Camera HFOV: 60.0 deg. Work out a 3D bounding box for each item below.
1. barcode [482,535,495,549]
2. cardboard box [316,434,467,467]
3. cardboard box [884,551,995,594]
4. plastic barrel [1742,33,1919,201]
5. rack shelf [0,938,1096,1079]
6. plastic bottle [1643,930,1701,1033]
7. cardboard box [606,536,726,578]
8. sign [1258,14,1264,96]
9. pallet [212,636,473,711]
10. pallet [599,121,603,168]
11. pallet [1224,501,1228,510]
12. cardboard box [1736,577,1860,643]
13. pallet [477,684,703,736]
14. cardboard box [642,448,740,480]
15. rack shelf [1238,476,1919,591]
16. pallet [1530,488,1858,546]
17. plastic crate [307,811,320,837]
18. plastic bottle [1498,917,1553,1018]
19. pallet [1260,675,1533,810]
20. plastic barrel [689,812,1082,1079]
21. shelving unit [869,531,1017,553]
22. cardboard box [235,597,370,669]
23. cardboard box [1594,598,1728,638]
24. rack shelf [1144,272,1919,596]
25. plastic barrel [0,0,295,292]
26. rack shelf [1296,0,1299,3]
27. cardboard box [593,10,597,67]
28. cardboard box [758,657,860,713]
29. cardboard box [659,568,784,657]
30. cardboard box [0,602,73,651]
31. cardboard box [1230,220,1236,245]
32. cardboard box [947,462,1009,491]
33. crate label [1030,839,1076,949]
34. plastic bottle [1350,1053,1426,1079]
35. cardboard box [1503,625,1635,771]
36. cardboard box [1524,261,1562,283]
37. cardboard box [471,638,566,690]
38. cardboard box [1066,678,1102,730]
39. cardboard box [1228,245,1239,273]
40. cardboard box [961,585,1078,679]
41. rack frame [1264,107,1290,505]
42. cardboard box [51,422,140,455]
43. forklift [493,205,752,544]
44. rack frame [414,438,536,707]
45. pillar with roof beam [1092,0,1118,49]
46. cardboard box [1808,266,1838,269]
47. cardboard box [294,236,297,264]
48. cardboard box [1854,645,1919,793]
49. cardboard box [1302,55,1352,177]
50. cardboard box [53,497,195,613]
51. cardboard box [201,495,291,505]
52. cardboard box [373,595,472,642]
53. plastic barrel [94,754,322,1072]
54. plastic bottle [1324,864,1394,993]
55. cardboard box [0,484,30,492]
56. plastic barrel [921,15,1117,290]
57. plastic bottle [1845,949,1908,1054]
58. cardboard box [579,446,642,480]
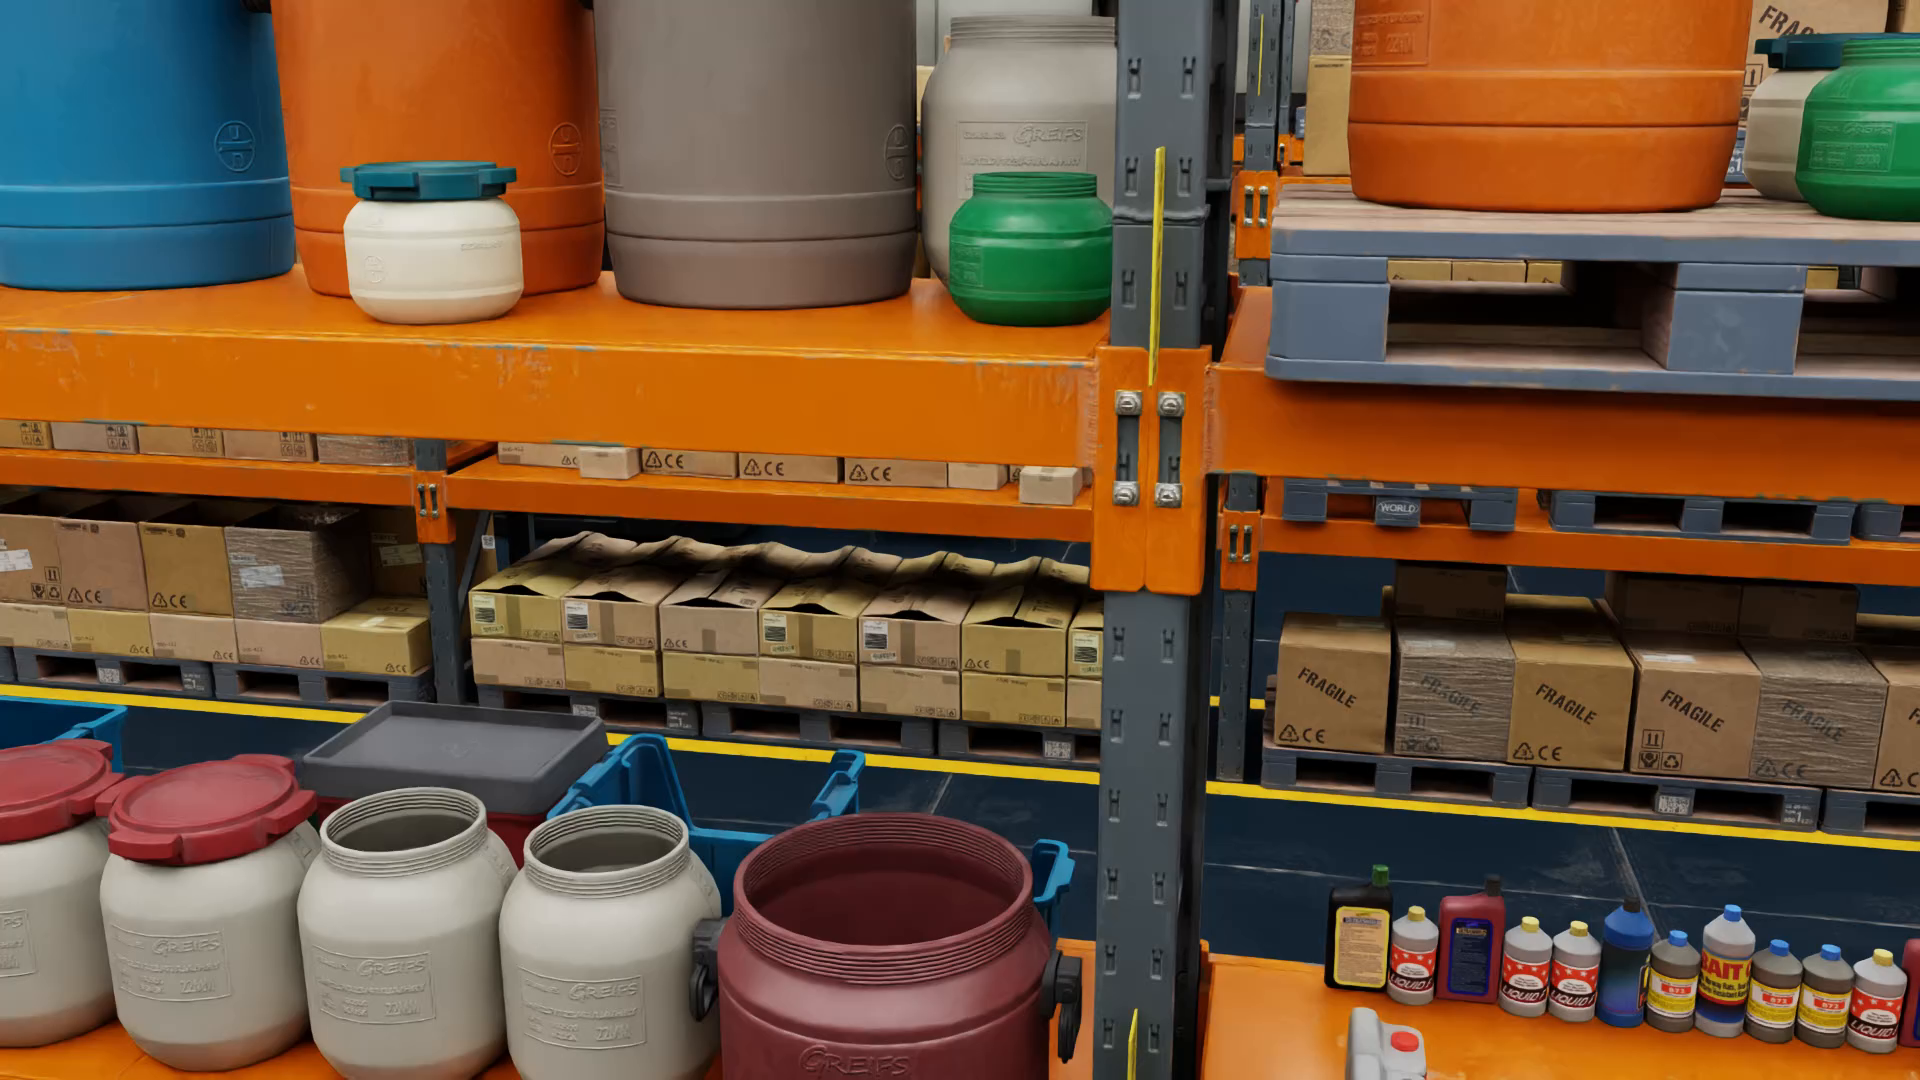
[{"bbox_3d":[-2.382,0.010,8.396,0.075,0.075,0.001,3,16,11],"label":"barcode"},{"bbox_3d":[-2.985,-0.712,8.758,0.500,0.500,0.700,3,16,10],"label":"cardboard box"},{"bbox_3d":[-0.100,0.265,8.731,0.500,0.311,0.500,3,16,10],"label":"cardboard box"},{"bbox_3d":[1.460,-0.697,2.741,0.301,0.262,0.301,0,15,0],"label":"plastic barrel"},{"bbox_3d":[-1.580,1.106,3.727,4.000,0.370,1.077,3,16,11],"label":"rack shelf"},{"bbox_3d":[1.483,0.910,3.458,0.097,0.201,0.097,0,15,0],"label":"plastic bottle"},{"bbox_3d":[-1.584,0.183,9.027,0.500,0.311,0.500,4,16,13],"label":"cardboard box"},{"bbox_3d":[1.252,-2.018,6.921,0.005,0.325,0.100,3,16,11],"label":"sign"},{"bbox_3d":[-3.320,0.648,9.256,1.213,0.211,1.003,3,16,11],"label":"pallet"},{"bbox_3d":[-1.682,-1.952,8.160,1.217,0.209,0.805,2,16,9],"label":"pallet"},{"bbox_3d":[1.589,-0.424,13.126,1.213,0.211,1.003,3,16,11],"label":"pallet"},{"bbox_3d":[3.885,0.272,7.845,0.500,0.250,0.500,3,16,11],"label":"cardboard box"},{"bbox_3d":[-1.819,0.730,8.959,1.213,0.211,1.003,3,16,11],"label":"pallet"},{"bbox_3d":[-1.284,-0.617,8.414,0.500,0.500,0.500,4,16,15],"label":"cardboard box"},{"bbox_3d":[3.331,0.024,7.636,4.000,0.370,1.077,3,16,11],"label":"rack shelf"},{"bbox_3d":[3.277,-0.235,7.580,1.213,0.211,1.003,3,16,11],"label":"pallet"},{"bbox_3d":[-1.777,0.774,3.975,0.662,0.188,0.450,3,16,11],"label":"plastic crate"},{"bbox_3d":[1.197,0.895,3.515,0.097,0.201,0.097,0,15,0],"label":"plastic bottle"},{"bbox_3d":[2.095,0.964,8.117,1.213,0.211,1.003,3,16,11],"label":"pallet"},{"bbox_3d":[-0.135,0.855,3.031,0.708,0.536,0.600,3,16,11],"label":"plastic barrel"},{"bbox_3d":[-0.084,-0.727,11.808,1.048,1.500,0.538,3,16,11],"label":"shelving unit"},{"bbox_3d":[-3.535,0.484,8.991,0.500,0.250,0.500,3,16,11],"label":"cardboard box"},{"bbox_3d":[3.357,0.605,8.046,0.500,0.500,0.500,3,16,9],"label":"cardboard box"},{"bbox_3d":[2.340,-0.126,2.558,4.000,0.370,1.077,3,16,11],"label":"rack shelf"},{"bbox_3d":[-1.716,-0.994,3.403,0.708,0.901,0.600,3,16,11],"label":"plastic barrel"},{"bbox_3d":[4.314,-3.971,11.567,4.000,0.370,1.077,3,16,11],"label":"rack shelf"},{"bbox_3d":[-1.953,-2.536,8.000,0.500,0.500,0.500,3,16,12],"label":"cardboard box"},{"bbox_3d":[-0.696,0.648,8.397,0.500,0.250,0.500,3,16,12],"label":"cardboard box"},{"bbox_3d":[-1.197,0.353,8.414,0.500,0.311,0.500,3,16,9],"label":"cardboard box"},{"bbox_3d":[-5.007,0.407,9.269,0.500,0.250,0.500,3,16,11],"label":"cardboard box"},{"bbox_3d":[2.010,-2.309,12.482,0.250,0.149,0.380,1,16,4],"label":"cardboard box"},{"bbox_3d":[0.110,-0.362,8.149,0.250,0.149,0.380,4,16,15],"label":"cardboard box"},{"bbox_3d":[0.042,0.826,3.704,0.416,0.233,0.303,3,16,11],"label":"crate label"},{"bbox_3d":[0.740,1.033,2.875,0.135,0.276,0.152,3,16,11],"label":"plastic bottle"},{"bbox_3d":[2.764,0.716,7.645,0.500,0.500,0.500,3,16,10],"label":"cardboard box"},{"bbox_3d":[4.288,-1.751,11.913,0.500,0.500,0.500,4,16,13],"label":"cardboard box"},{"bbox_3d":[-2.203,0.567,8.691,0.500,0.250,0.500,3,16,10],"label":"cardboard box"},{"bbox_3d":[0.806,0.729,8.105,0.500,0.250,0.500,3,16,12],"label":"cardboard box"},{"bbox_3d":[1.892,-2.008,12.611,0.500,0.500,0.700,1,16,5],"label":"cardboard box"},{"bbox_3d":[0.298,0.434,8.121,0.500,0.311,0.500,3,16,10],"label":"cardboard box"},{"bbox_3d":[2.354,-1.726,12.603,0.127,3.000,1.000,3,16,11],"label":"rack frame"},{"bbox_3d":[-4.496,-0.793,9.050,0.500,0.500,0.700,4,16,13],"label":"cardboard box"},{"bbox_3d":[-2.982,-1.559,12.130,3.031,2.935,1.130,3,16,10],"label":"forklift"},{"bbox_3d":[-2.549,-0.642,8.692,0.127,3.000,1.000,3,16,11],"label":"rack frame"},{"bbox_3d":[0.395,-3.786,8.803,0.400,9.000,9.100,3,16,11],"label":"pillar with roof beam"},{"bbox_3d":[5.765,-2.033,11.527,0.500,0.250,0.500,4,16,12],"label":"cardboard box"},{"bbox_3d":[-3.481,-1.364,8.680,0.500,0.500,0.700,3,16,11],"label":"cardboard box"},{"bbox_3d":[4.267,0.796,7.357,0.500,0.500,0.500,3,16,11],"label":"cardboard box"},{"bbox_3d":[1.805,-1.909,7.458,0.500,0.500,0.910,3,16,11],"label":"cardboard box"},{"bbox_3d":[-4.518,0.073,9.067,0.500,0.500,0.500,3,16,11],"label":"cardboard box"},{"bbox_3d":[-3.921,-0.041,9.479,0.500,0.500,0.500,3,16,11],"label":"cardboard box"},{"bbox_3d":[-2.943,0.376,9.378,0.500,0.250,0.500,3,16,11],"label":"cardboard box"},{"bbox_3d":[-1.503,0.758,3.382,0.433,0.535,0.433,0,15,0],"label":"plastic barrel"},{"bbox_3d":[0.861,0.832,3.587,0.133,0.283,0.061,3,16,11],"label":"plastic bottle"},{"bbox_3d":[-5.884,-0.143,9.849,0.500,0.500,0.500,3,16,11],"label":"cardboard box"},{"bbox_3d":[0.137,-0.730,3.180,0.421,0.512,0.421,0,15,0],"label":"plastic barrel"},{"bbox_3d":[1.865,0.931,3.384,0.097,0.201,0.097,0,15,0],"label":"plastic bottle"},{"bbox_3d":[-1.722,-0.421,8.362,0.250,0.149,0.380,3,16,11],"label":"cardboard box"}]
